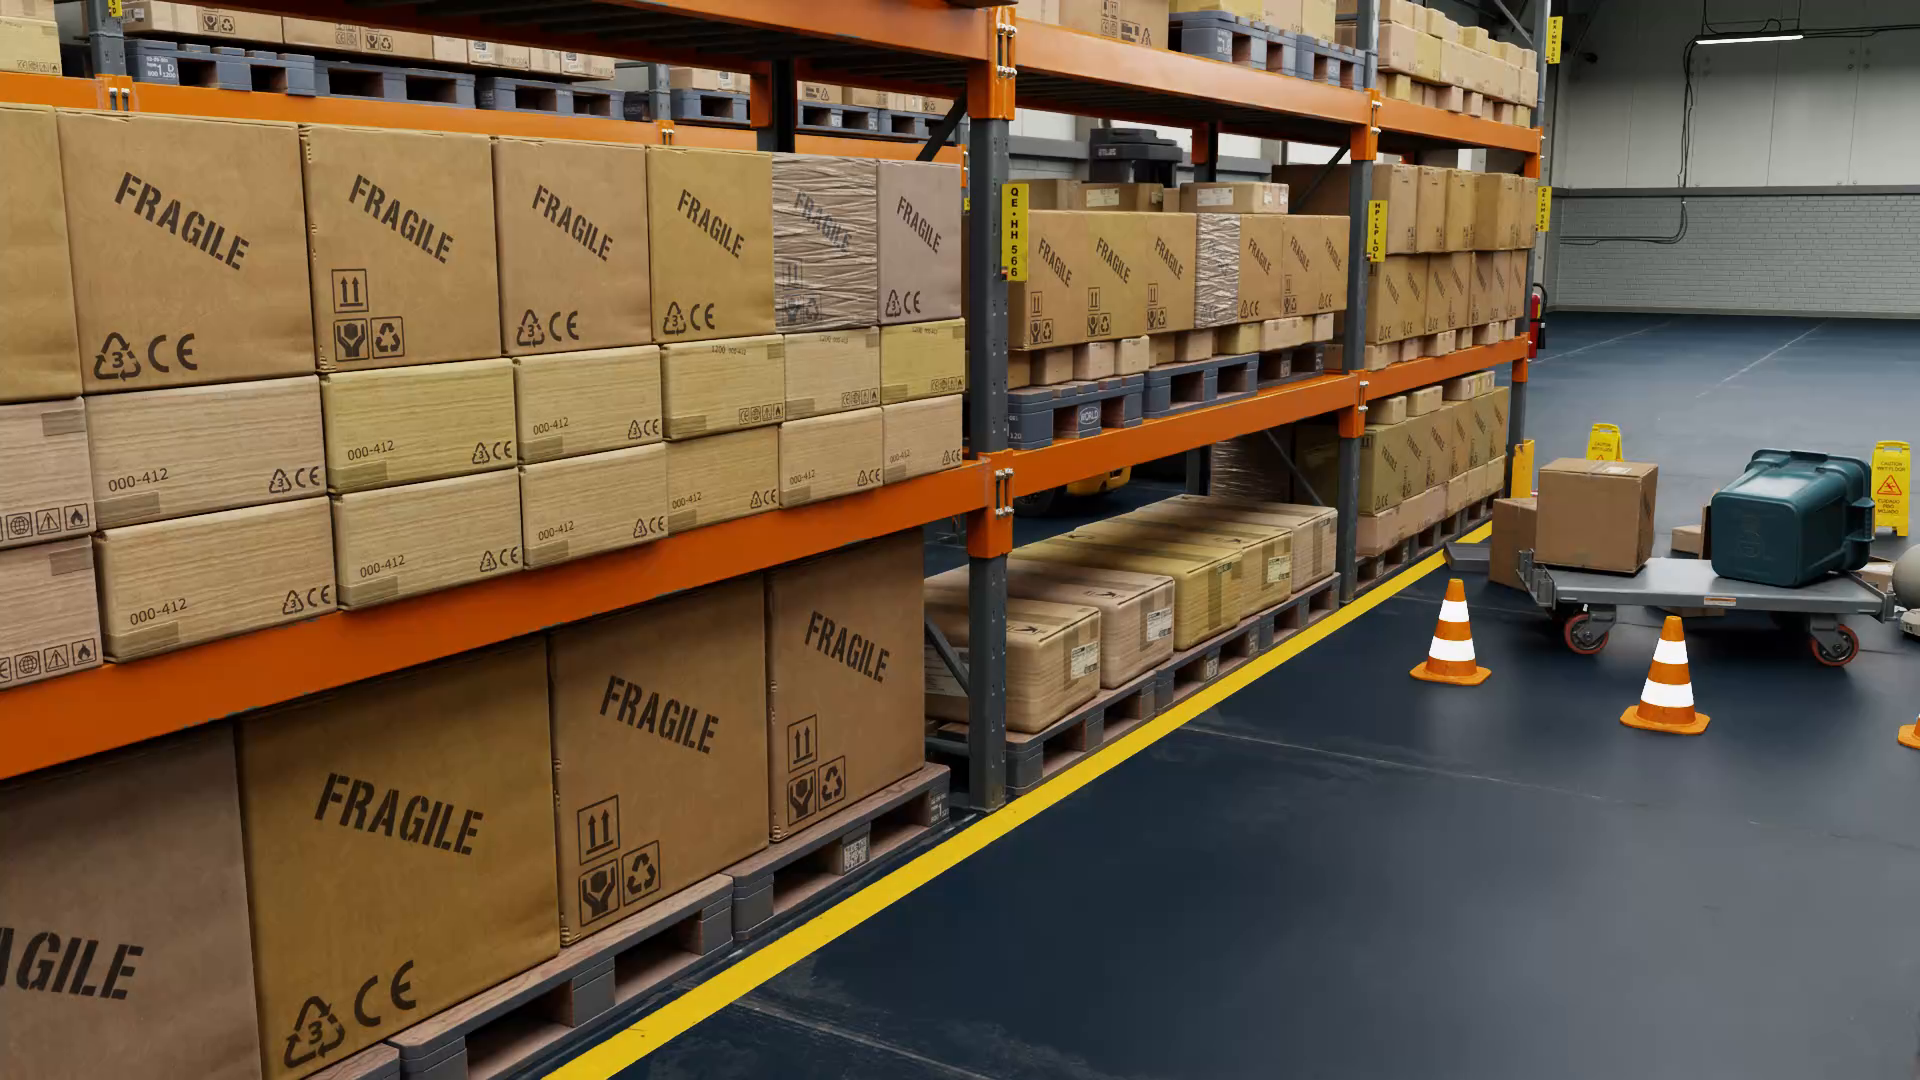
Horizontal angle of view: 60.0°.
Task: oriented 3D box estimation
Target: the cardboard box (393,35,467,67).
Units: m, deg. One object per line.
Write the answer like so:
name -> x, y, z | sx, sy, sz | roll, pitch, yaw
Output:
cardboard box -> -3.168, -2.917, 9.919 | 0.380, 0.149, 0.250 | 6, 12, 30

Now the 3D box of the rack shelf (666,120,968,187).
rack shelf -> -1.418, -3.070, 13.417 | 1.077, 0.370, 4.000 | 6, 12, 31

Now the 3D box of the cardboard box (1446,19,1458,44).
cardboard box -> 2.860, -3.132, 10.310 | 0.380, 0.149, 0.250 | 6, 12, 30

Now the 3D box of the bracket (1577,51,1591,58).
bracket -> 15.506, -11.987, 41.163 | 0.076, 0.066, 3.189 | 6, 12, 31

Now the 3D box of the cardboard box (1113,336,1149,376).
cardboard box -> 0.556, -0.769, 6.866 | 0.380, 0.149, 0.250 | 6, 12, 31

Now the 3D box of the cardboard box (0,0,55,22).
cardboard box -> -4.512, -2.523, 7.866 | 0.380, 0.149, 0.250 | 7, 13, 32

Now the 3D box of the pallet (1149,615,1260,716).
pallet -> 0.752, 0.525, 7.989 | 1.003, 0.211, 1.213 | 6, 12, 31

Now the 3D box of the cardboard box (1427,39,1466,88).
cardboard box -> 2.781, -2.910, 10.209 | 0.500, 0.250, 0.500 | 7, 12, 31

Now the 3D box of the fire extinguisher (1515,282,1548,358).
fire extinguisher -> 4.318, -1.726, 12.645 | 0.296, 0.674, 0.183 | 6, 12, 31

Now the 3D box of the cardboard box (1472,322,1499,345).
cardboard box -> 3.557, -1.455, 11.671 | 0.380, 0.149, 0.250 | 7, 12, 32

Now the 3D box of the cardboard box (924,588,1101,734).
cardboard box -> 0.013, 0.466, 6.729 | 0.950, 0.372, 0.625 | 5, 12, 27

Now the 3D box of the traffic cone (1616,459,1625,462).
traffic cone -> 4.744, -0.352, 11.991 | 0.336, 0.463, 0.334 | 6, 12, 31

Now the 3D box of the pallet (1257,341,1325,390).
pallet -> 1.267, -0.960, 8.866 | 1.003, 0.211, 1.213 | 6, 12, 31

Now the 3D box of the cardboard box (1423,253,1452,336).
cardboard box -> 2.767, -1.557, 10.456 | 0.500, 0.500, 0.500 | 6, 12, 30

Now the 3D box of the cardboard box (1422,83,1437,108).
cardboard box -> 2.689, -2.699, 10.165 | 0.380, 0.149, 0.250 | 6, 12, 29

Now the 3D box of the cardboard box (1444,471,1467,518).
cardboard box -> 3.132, -0.328, 11.301 | 0.500, 0.250, 0.500 | 6, 12, 29

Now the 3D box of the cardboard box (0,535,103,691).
cardboard box -> -1.912, 0.127, 2.944 | 0.500, 0.250, 0.500 | 6, 12, 29

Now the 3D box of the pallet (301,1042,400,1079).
pallet -> -2.030, 1.340, 3.639 | 1.003, 0.211, 1.213 | 6, 12, 31

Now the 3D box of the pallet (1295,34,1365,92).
pallet -> 1.376, -2.456, 8.693 | 1.213, 0.211, 1.003 | 6, 12, 31

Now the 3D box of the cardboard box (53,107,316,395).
cardboard box -> -1.651, -0.567, 3.259 | 0.500, 0.500, 0.500 | 6, 12, 30

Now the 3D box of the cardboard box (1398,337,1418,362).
cardboard box -> 2.582, -1.181, 10.208 | 0.380, 0.149, 0.250 | 7, 13, 32

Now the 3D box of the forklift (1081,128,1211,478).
forklift -> 1.098, -2.162, 14.950 | 3.031, 2.935, 1.130 | 9, 14, 39

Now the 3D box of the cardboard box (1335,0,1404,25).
cardboard box -> 2.230, -2.922, 9.188 | 0.380, 0.149, 0.250 | 6, 12, 30

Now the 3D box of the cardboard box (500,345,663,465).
cardboard box -> -1.104, -0.358, 4.178 | 0.500, 0.250, 0.500 | 6, 12, 29

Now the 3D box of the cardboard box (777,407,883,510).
cardboard box -> -0.581, -0.272, 5.075 | 0.500, 0.250, 0.500 | 7, 12, 32

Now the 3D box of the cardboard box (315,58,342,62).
cardboard box -> -3.865, -2.899, 9.775 | 0.380, 0.166, 0.250 | 6, 12, 31

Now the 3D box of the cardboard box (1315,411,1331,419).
cardboard box -> 2.128, -0.583, 10.624 | 0.500, 0.500, 0.500 | 7, 12, 32

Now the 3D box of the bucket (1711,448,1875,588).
bucket -> 4.171, -0.083, 8.427 | 0.620, 0.611, 0.726 | -20, 21, -35

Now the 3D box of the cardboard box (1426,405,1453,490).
cardboard box -> 2.863, -0.618, 10.810 | 0.500, 0.500, 0.500 | 7, 13, 34

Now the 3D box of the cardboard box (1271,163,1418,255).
cardboard box -> 2.201, -1.896, 9.547 | 0.700, 0.500, 0.500 | 6, 12, 30

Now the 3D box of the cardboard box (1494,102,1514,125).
cardboard box -> 3.650, -2.977, 11.650 | 0.380, 0.149, 0.250 | 7, 13, 32

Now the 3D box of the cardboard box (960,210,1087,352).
cardboard box -> 0.142, -0.982, 6.241 | 0.500, 0.500, 0.500 | 6, 12, 29

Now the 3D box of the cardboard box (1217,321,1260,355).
cardboard box -> 1.215, -0.977, 7.978 | 0.380, 0.149, 0.250 | 6, 12, 31

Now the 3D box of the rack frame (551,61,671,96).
rack frame -> -2.457, -4.583, 11.394 | 1.000, 3.000, 0.127 | 6, 12, 31

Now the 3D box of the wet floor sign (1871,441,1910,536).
wet floor sign -> 6.470, -0.369, 11.587 | 0.267, 0.644, 0.232 | 4, 11, 21

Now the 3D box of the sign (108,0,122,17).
sign -> -4.071, -2.681, 7.984 | 0.100, 0.325, 0.005 | 6, 12, 31

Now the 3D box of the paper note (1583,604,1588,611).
paper note -> 3.521, 0.378, 9.264 | 0.148, 0.019, 0.142 | 6, 12, 31

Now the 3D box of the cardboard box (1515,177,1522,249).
cardboard box -> 3.517, -2.296, 11.686 | 0.700, 0.500, 0.500 | 7, 12, 31

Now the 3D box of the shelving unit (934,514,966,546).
shelving unit -> -0.028, -0.508, 11.227 | 0.215, 1.050, 0.252 | 6, 12, 31

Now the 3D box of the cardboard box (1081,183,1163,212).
cardboard box -> 0.765, -1.660, 8.102 | 0.380, 0.149, 0.250 | 7, 13, 34

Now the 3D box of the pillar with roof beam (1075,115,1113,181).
pillar with roof beam -> 5.283, -5.721, 17.473 | 9.100, 9.000, 0.400 | 6, 12, 31

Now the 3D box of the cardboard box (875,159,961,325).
cardboard box -> -0.334, -0.966, 5.387 | 0.500, 0.500, 0.500 | 6, 12, 29

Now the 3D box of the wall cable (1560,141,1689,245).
wall cable -> 16.723, -8.718, 41.917 | 3.097, 2.526, 0.112 | 6, 12, 31

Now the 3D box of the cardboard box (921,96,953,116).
cardboard box -> -0.401, -3.949, 14.477 | 0.500, 0.500, 0.500 | 7, 13, 33

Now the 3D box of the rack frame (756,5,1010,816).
rack frame -> -0.289, -0.531, 6.056 | 1.000, 3.000, 0.127 | 6, 12, 31

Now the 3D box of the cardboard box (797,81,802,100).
cardboard box -> -1.426, -3.502, 12.727 | 0.396, 0.266, 0.258 | 6, 12, 29

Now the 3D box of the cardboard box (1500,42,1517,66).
cardboard box -> 3.658, -3.372, 11.595 | 0.380, 0.149, 0.250 | 6, 12, 30

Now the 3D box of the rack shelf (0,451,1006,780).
rack shelf -> -1.327, 0.137, 4.442 | 1.077, 0.370, 4.000 | 6, 12, 31

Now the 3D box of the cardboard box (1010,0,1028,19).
cardboard box -> 0.020, -1.916, 5.981 | 0.380, 0.149, 0.250 | 6, 12, 31

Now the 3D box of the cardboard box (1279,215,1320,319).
cardboard box -> 1.488, -1.390, 8.419 | 0.500, 0.500, 0.500 | 6, 12, 31

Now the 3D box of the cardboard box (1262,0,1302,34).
cardboard box -> 1.341, -2.583, 8.128 | 0.500, 0.250, 0.500 | 7, 12, 31

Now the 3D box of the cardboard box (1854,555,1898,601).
cardboard box -> 5.389, 0.194, 9.611 | 0.396, 0.266, 0.258 | 9, 14, 40

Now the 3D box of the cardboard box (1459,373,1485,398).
cardboard box -> 3.405, -1.078, 11.504 | 0.380, 0.149, 0.250 | 7, 12, 32
